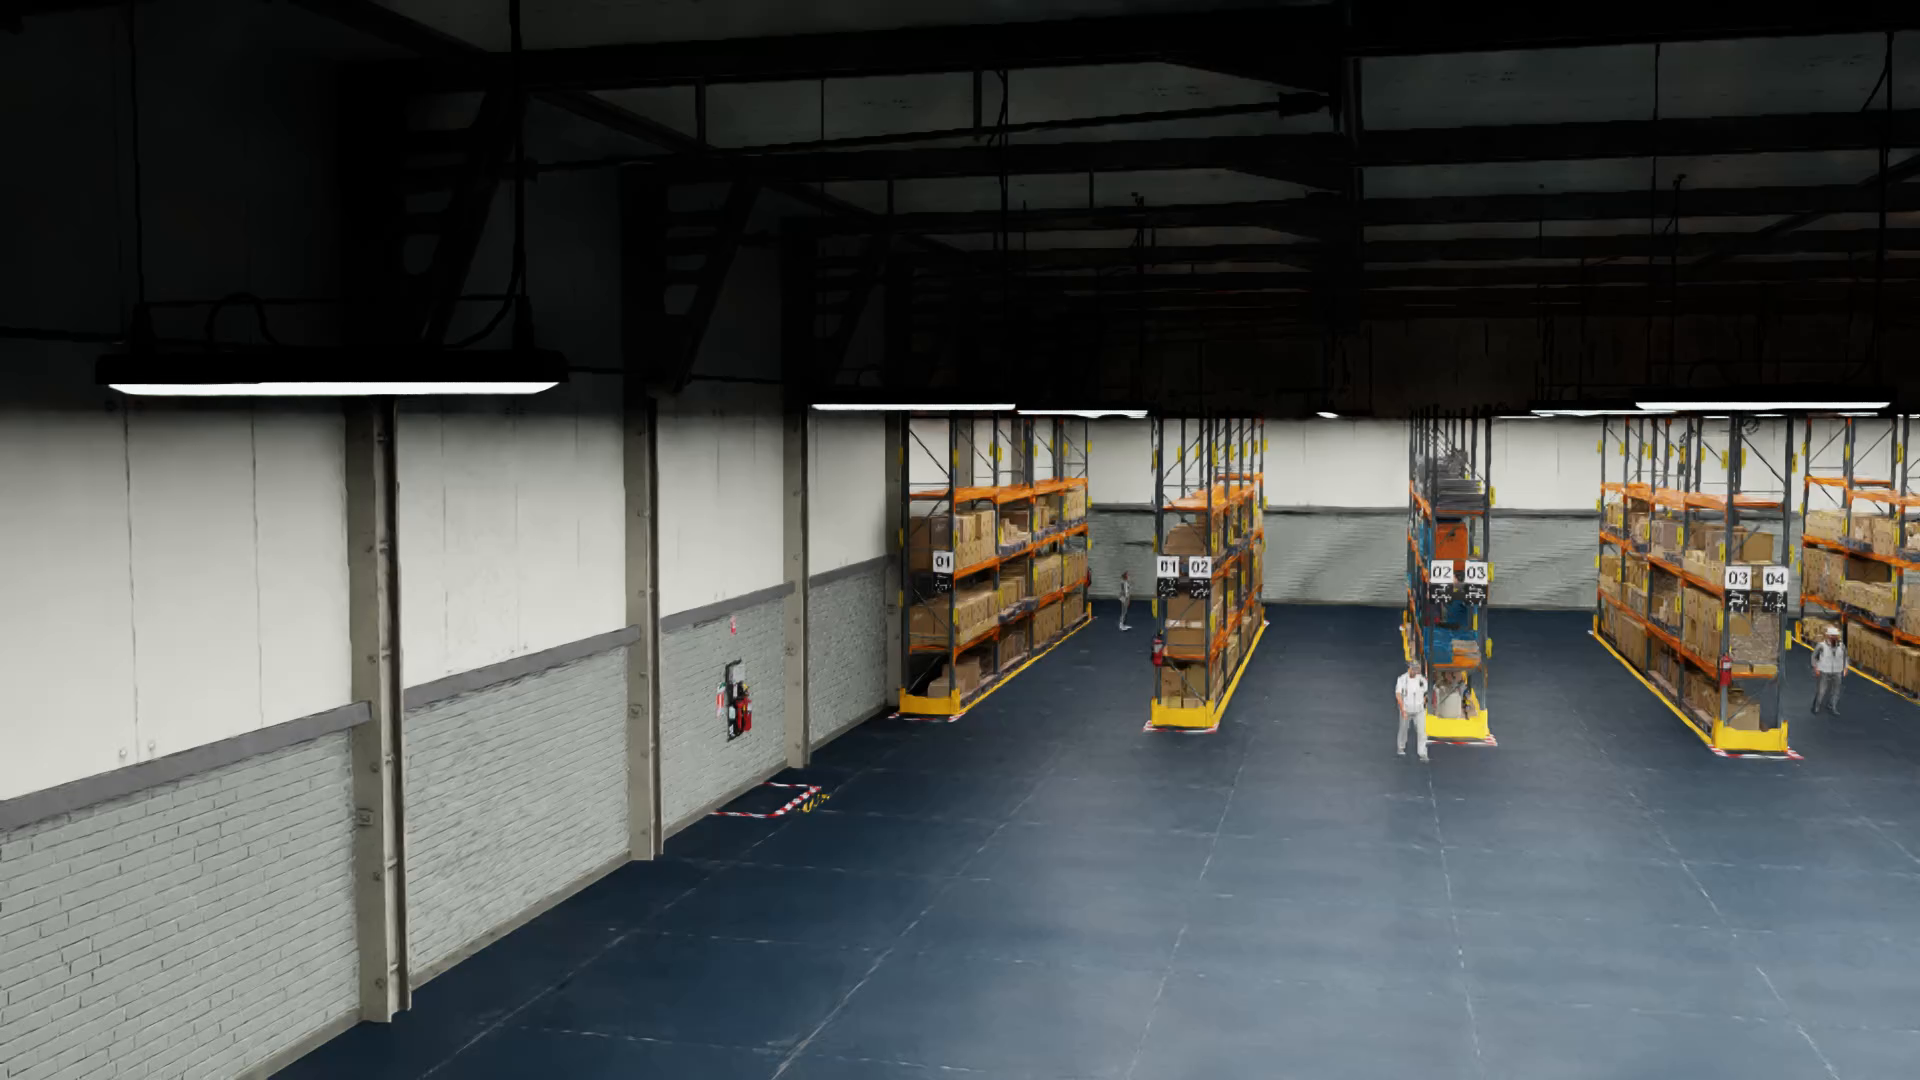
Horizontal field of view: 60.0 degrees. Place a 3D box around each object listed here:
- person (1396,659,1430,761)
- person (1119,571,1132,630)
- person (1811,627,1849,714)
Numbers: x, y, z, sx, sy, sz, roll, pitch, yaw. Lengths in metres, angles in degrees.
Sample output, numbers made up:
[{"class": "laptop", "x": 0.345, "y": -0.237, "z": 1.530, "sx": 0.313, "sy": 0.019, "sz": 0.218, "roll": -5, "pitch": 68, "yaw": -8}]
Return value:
[{"class": "person", "x": 7.621, "y": 2.839, "z": 28.071, "sx": 0.536, "sy": 1.707, "sz": 1.036, "roll": 0, "pitch": 4, "yaw": 5}, {"class": "person", "x": 4.532, "y": 1.650, "z": 45.484, "sx": 0.344, "sy": 1.593, "sz": 0.555, "roll": 0, "pitch": 4, "yaw": 3}, {"class": "person", "x": 16.955, "y": 2.543, "z": 32.418, "sx": 0.677, "sy": 1.725, "sz": 0.569, "roll": 1, "pitch": 4, "yaw": 12}]
